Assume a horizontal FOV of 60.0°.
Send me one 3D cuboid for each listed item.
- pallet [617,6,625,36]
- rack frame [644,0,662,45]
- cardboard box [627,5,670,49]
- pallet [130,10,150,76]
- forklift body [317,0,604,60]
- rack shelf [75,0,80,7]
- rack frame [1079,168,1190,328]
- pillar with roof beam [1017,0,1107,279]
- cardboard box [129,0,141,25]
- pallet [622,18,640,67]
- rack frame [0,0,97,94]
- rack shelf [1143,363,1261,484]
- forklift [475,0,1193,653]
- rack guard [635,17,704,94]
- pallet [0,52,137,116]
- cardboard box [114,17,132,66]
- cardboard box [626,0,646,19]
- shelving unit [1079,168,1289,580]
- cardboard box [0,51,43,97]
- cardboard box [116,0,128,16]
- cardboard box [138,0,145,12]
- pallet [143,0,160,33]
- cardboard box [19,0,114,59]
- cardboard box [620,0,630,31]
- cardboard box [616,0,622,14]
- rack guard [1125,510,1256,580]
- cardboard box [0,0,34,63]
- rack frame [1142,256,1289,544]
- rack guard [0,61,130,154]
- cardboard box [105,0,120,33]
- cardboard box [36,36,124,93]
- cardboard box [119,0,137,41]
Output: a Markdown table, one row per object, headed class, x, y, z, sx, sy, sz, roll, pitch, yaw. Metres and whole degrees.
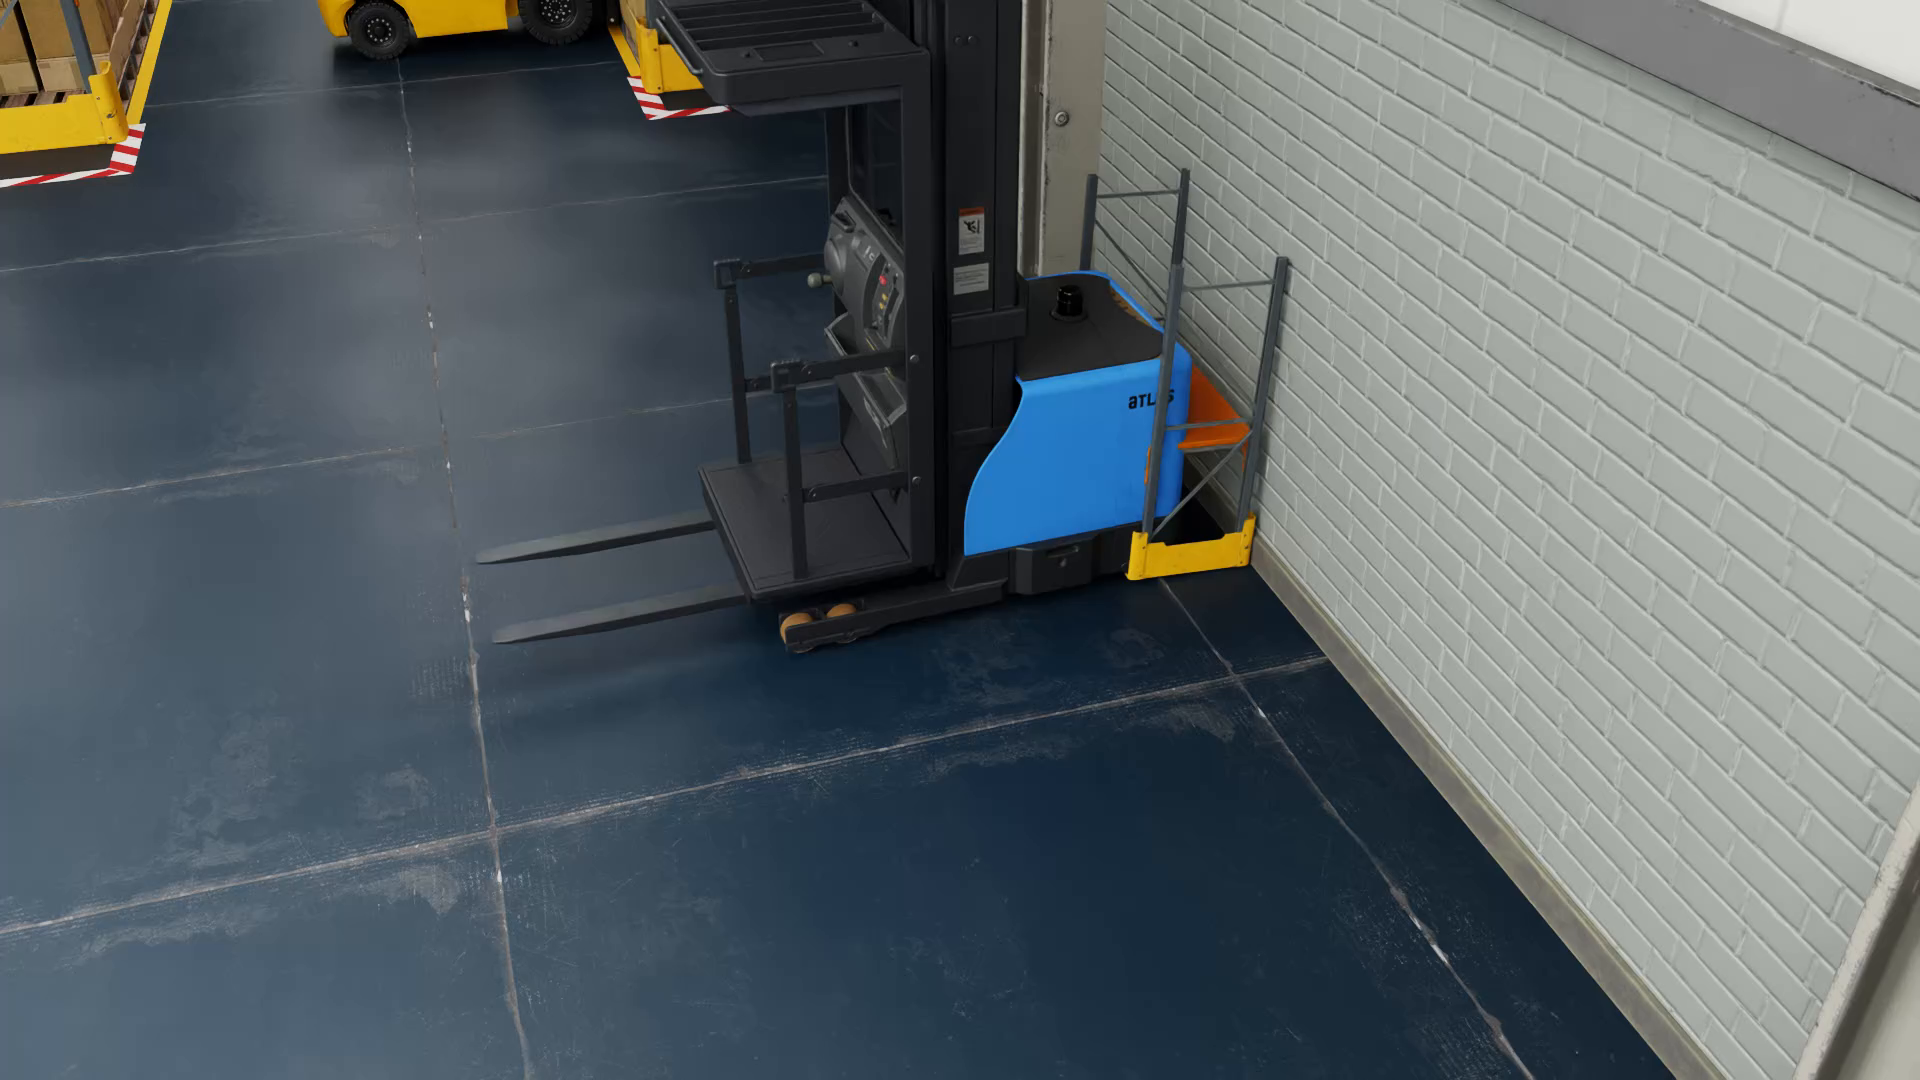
| class | x | y | z | sx | sy | sz | roll | pitch | yaw |
| --- | --- | --- | --- | --- | --- | --- | --- | --- | --- |
| pallet | -2.596 | -4.817 | 14.849 | 1.003 | 0.211 | 1.213 | -10 | 35 | -15 |
| rack frame | -1.954 | -4.947 | 12.515 | 1.000 | 3.000 | 0.127 | -10 | 35 | -15 |
| cardboard box | -2.399 | -4.168 | 13.451 | 0.500 | 0.250 | 0.500 | -10 | 35 | -14 |
| pallet | -7.286 | -4.059 | 13.700 | 1.003 | 0.211 | 1.213 | -10 | 35 | -15 |
| forklift body | -4.270 | -5.281 | 13.792 | 2.313 | 2.155 | 1.214 | -10 | 35 | -15 |
| rack shelf | -7.290 | -4.860 | 13.037 | 1.077 | 0.370 | 4.000 | -10 | 35 | -15 |
| rack frame | 0.786 | -1.035 | 7.921 | 0.500 | 1.500 | 0.032 | -7 | 34 | -14 |
| pillar with roof beam | -3.578 | -4.093 | 5.781 | 9.100 | 9.000 | 0.400 | -10 | 35 | -15 |
| cardboard box | -7.142 | -4.427 | 13.843 | 0.500 | 0.250 | 0.500 | -9 | 35 | -14 |
| pallet | -2.228 | -4.178 | 13.881 | 1.003 | 0.211 | 1.213 | -10 | 35 | -15 |
| rack frame | -6.680 | -4.110 | 11.249 | 1.000 | 3.000 | 0.127 | -10 | 35 | -15 |
| rack shelf | 0.917 | -0.613 | 7.612 | 0.538 | 0.185 | 1.000 | -7 | 34 | -14 |
| forklift | -0.576 | -1.076 | 6.720 | 3.031 | 2.935 | 1.130 | -11 | 35 | -16 |
| rack guard | -1.947 | -3.891 | 13.185 | 1.175 | 0.500 | 0.348 | -10 | 35 | -15 |
| pallet | -6.918 | -3.419 | 12.733 | 1.003 | 0.211 | 1.213 | -10 | 35 | -15 |
| cardboard box | -6.812 | -3.877 | 13.010 | 0.500 | 0.250 | 0.500 | -9 | 34 | -13 |
| cardboard box | -2.401 | -4.386 | 13.327 | 0.500 | 0.250 | 0.500 | -10 | 35 | -15 |
| shelving unit | 0.921 | -0.768 | 7.521 | 0.587 | 1.500 | 1.083 | -7 | 34 | -14 |
| cardboard box | -7.190 | -3.530 | 12.484 | 0.500 | 0.250 | 0.500 | -10 | 35 | -15 |
| cardboard box | -6.980 | -4.472 | 13.230 | 0.500 | 0.500 | 0.500 | -9 | 35 | -14 |
| cardboard box | -7.292 | -4.695 | 14.248 | 0.500 | 0.250 | 0.500 | -11 | 35 | -16 |
| pallet | -7.662 | -4.700 | 14.672 | 1.003 | 0.211 | 1.213 | -10 | 35 | -15 |
| cardboard box | -6.671 | -3.933 | 12.415 | 0.500 | 0.500 | 0.500 | -11 | 35 | -16 |
| cardboard box | -2.541 | -4.431 | 13.848 | 0.500 | 0.250 | 0.500 | -10 | 35 | -15 |
| cardboard box | -2.685 | -4.695 | 14.248 | 0.500 | 0.250 | 0.500 | -10 | 35 | -14 |
| rack guard | 1.032 | 0.021 | 7.463 | 0.587 | 0.250 | 0.087 | -7 | 34 | -14 |
| cardboard box | -7.173 | -3.828 | 12.255 | 0.500 | 0.500 | 0.500 | -10 | 35 | -14 |
| rack frame | 1.061 | -0.492 | 7.107 | 0.500 | 1.500 | 0.032 | -7 | 34 | -14 |
| rack guard | -6.704 | -3.107 | 11.999 | 1.175 | 0.500 | 0.348 | -10 | 35 | -15 |
| cardboard box | -6.835 | -4.207 | 12.829 | 0.500 | 0.500 | 0.500 | -11 | 35 | -17 |
| cardboard box | -6.663 | -3.608 | 12.603 | 0.500 | 0.250 | 0.500 | -10 | 35 | -15 |
| cardboard box | -6.990 | -4.162 | 13.441 | 0.500 | 0.250 | 0.500 | -8 | 34 | -12 |
